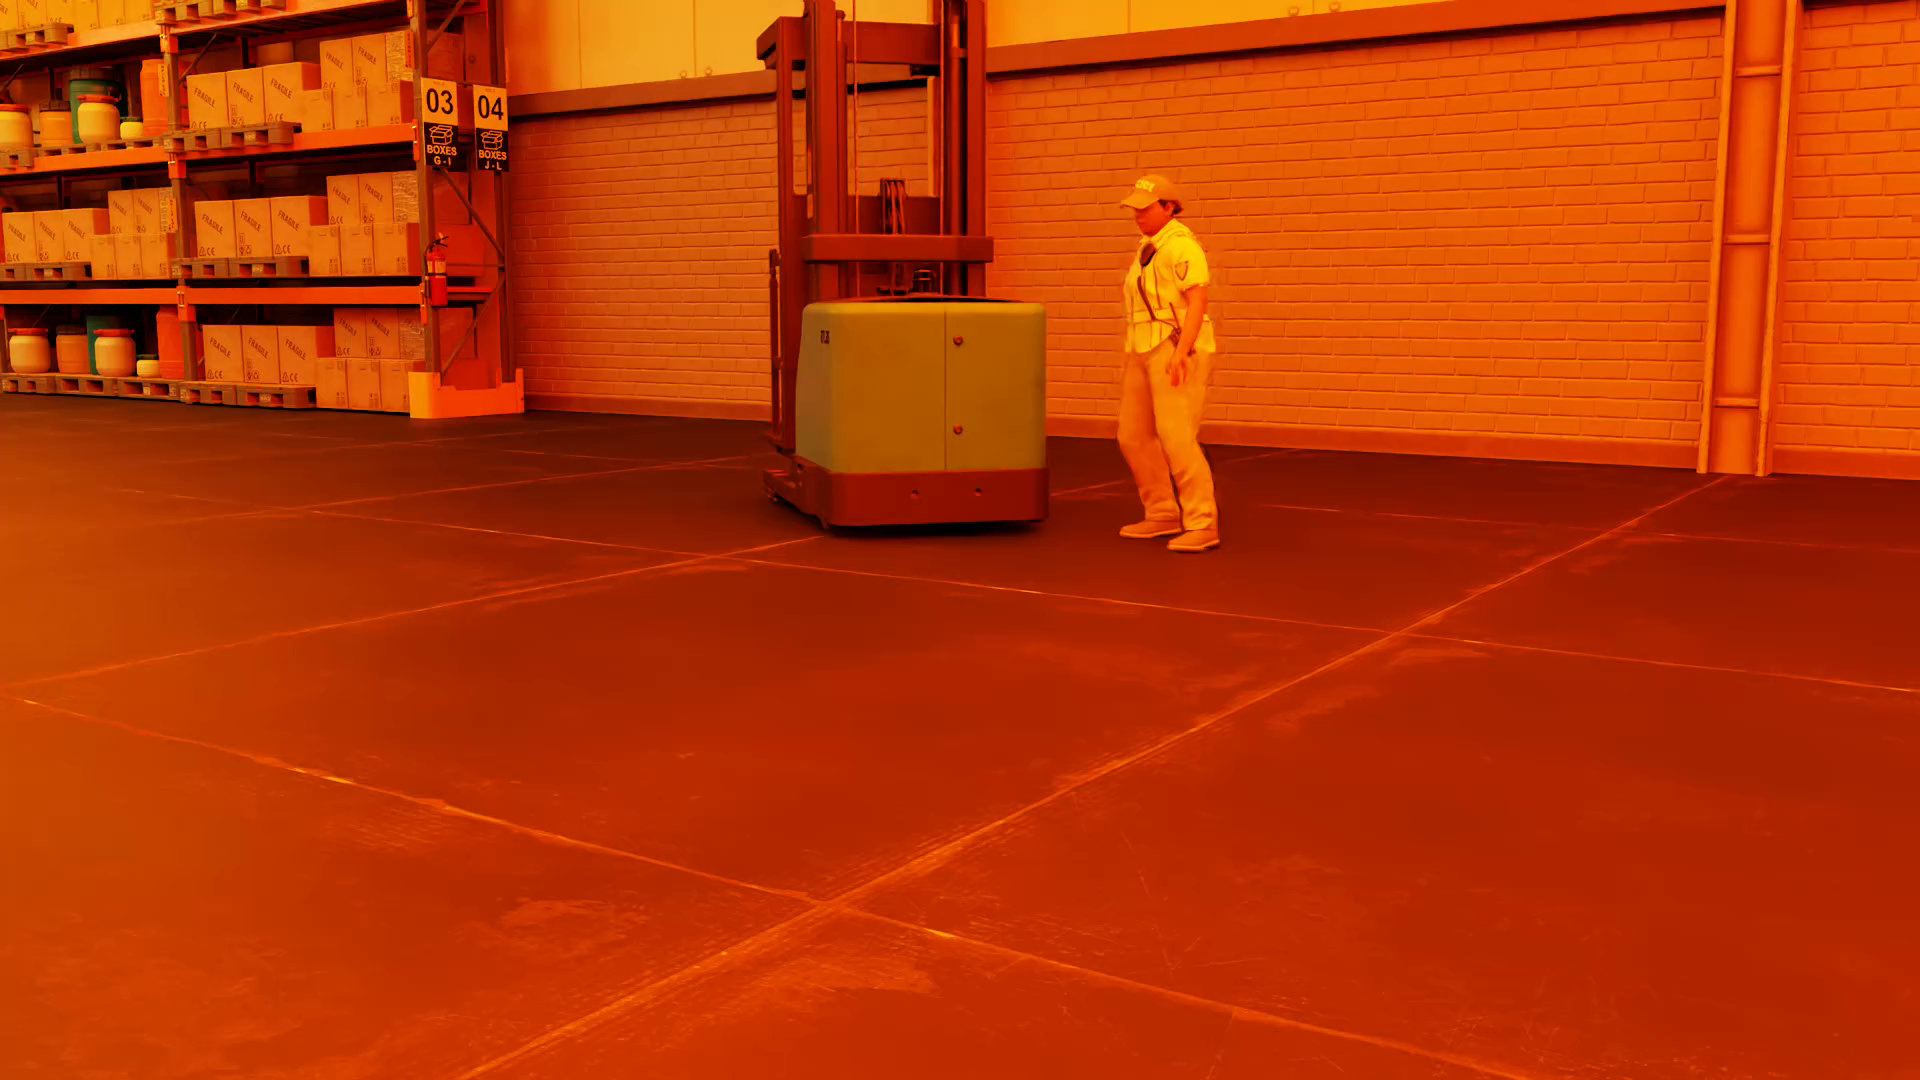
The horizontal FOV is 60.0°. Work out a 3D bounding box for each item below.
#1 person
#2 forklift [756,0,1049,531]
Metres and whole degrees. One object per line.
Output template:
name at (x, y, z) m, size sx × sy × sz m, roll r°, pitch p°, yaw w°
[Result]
person at (0.919, -0.807, 7.463) m, size 0.444 × 1.643 × 0.740 m, roll -2°, pitch 8°, yaw -17°
forklift at (-0.467, -1.663, 8.890) m, size 1.130 × 2.935 × 3.031 m, roll -2°, pitch 8°, yaw -15°
